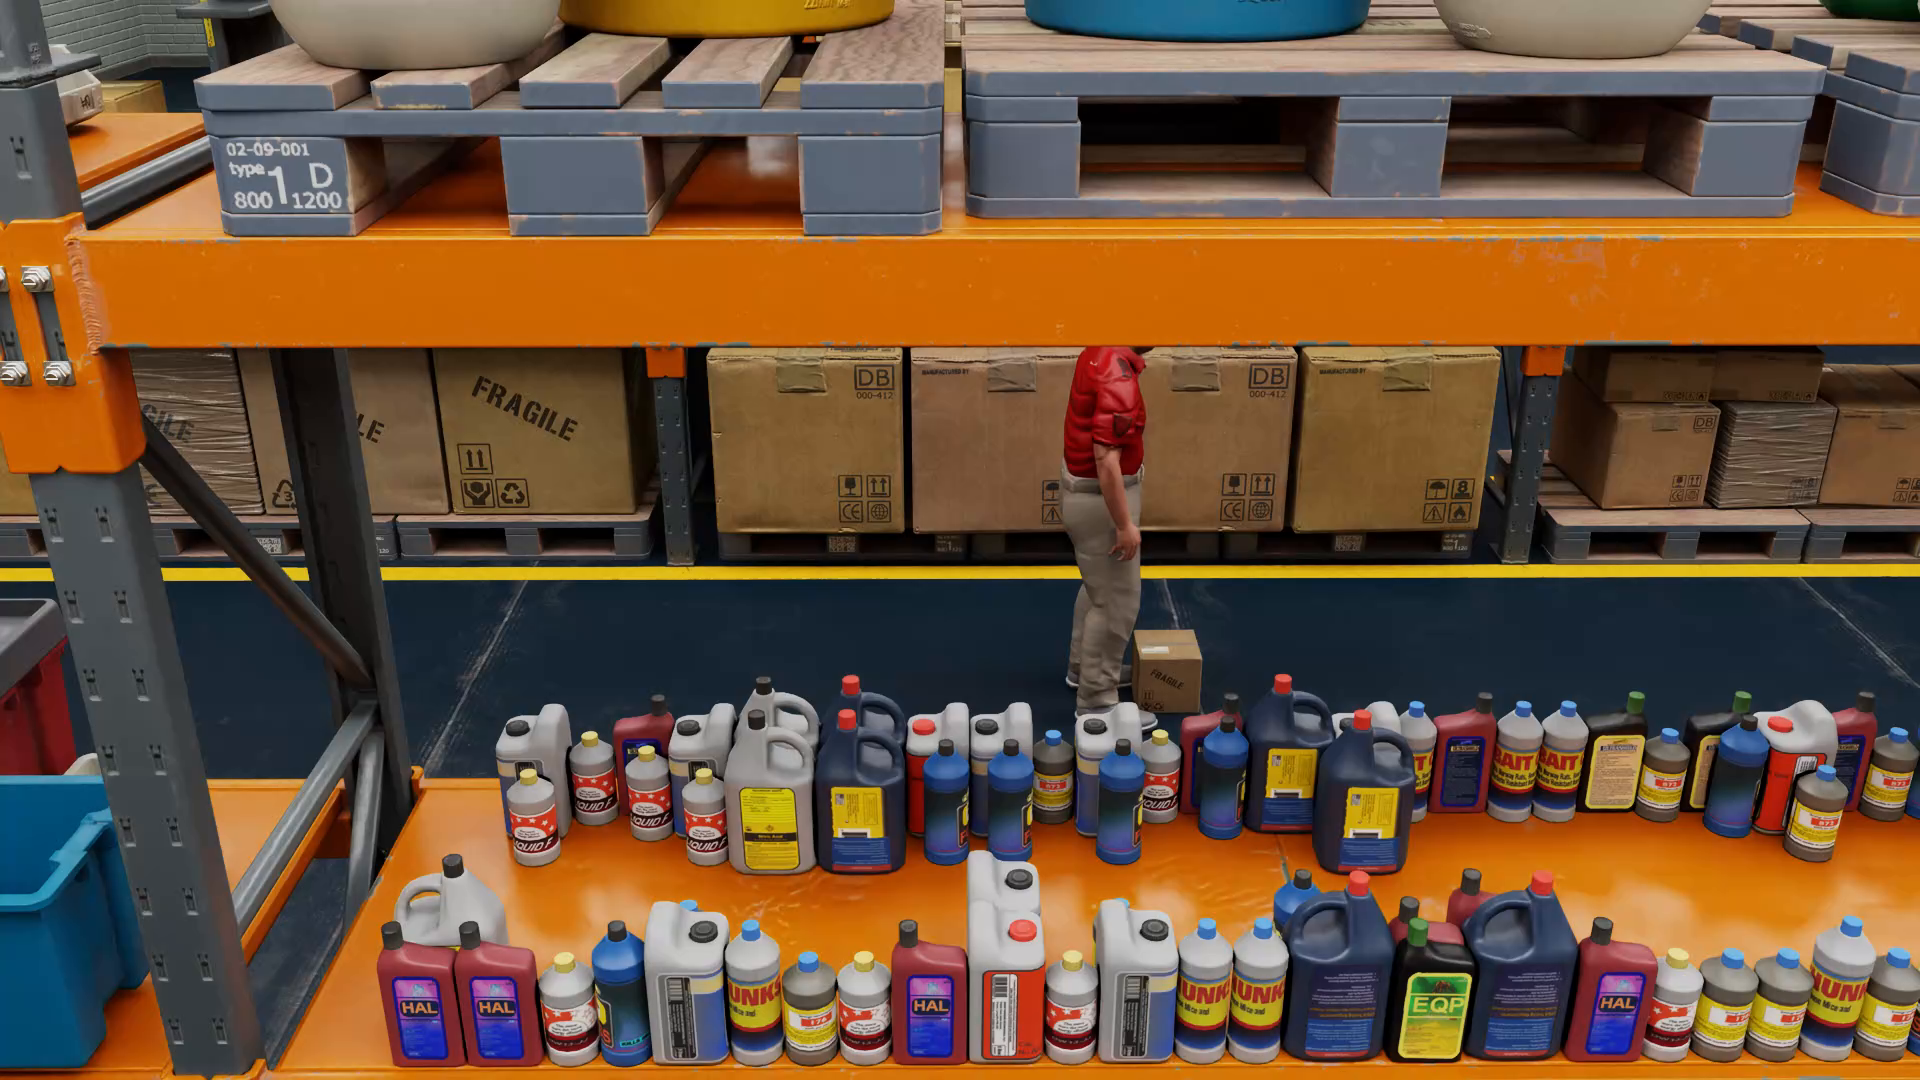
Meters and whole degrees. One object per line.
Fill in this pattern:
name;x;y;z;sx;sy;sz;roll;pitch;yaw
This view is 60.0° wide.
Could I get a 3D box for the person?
person;0.580;-0.141;6.436;0.387;1.726;0.593;-1;24;-1
